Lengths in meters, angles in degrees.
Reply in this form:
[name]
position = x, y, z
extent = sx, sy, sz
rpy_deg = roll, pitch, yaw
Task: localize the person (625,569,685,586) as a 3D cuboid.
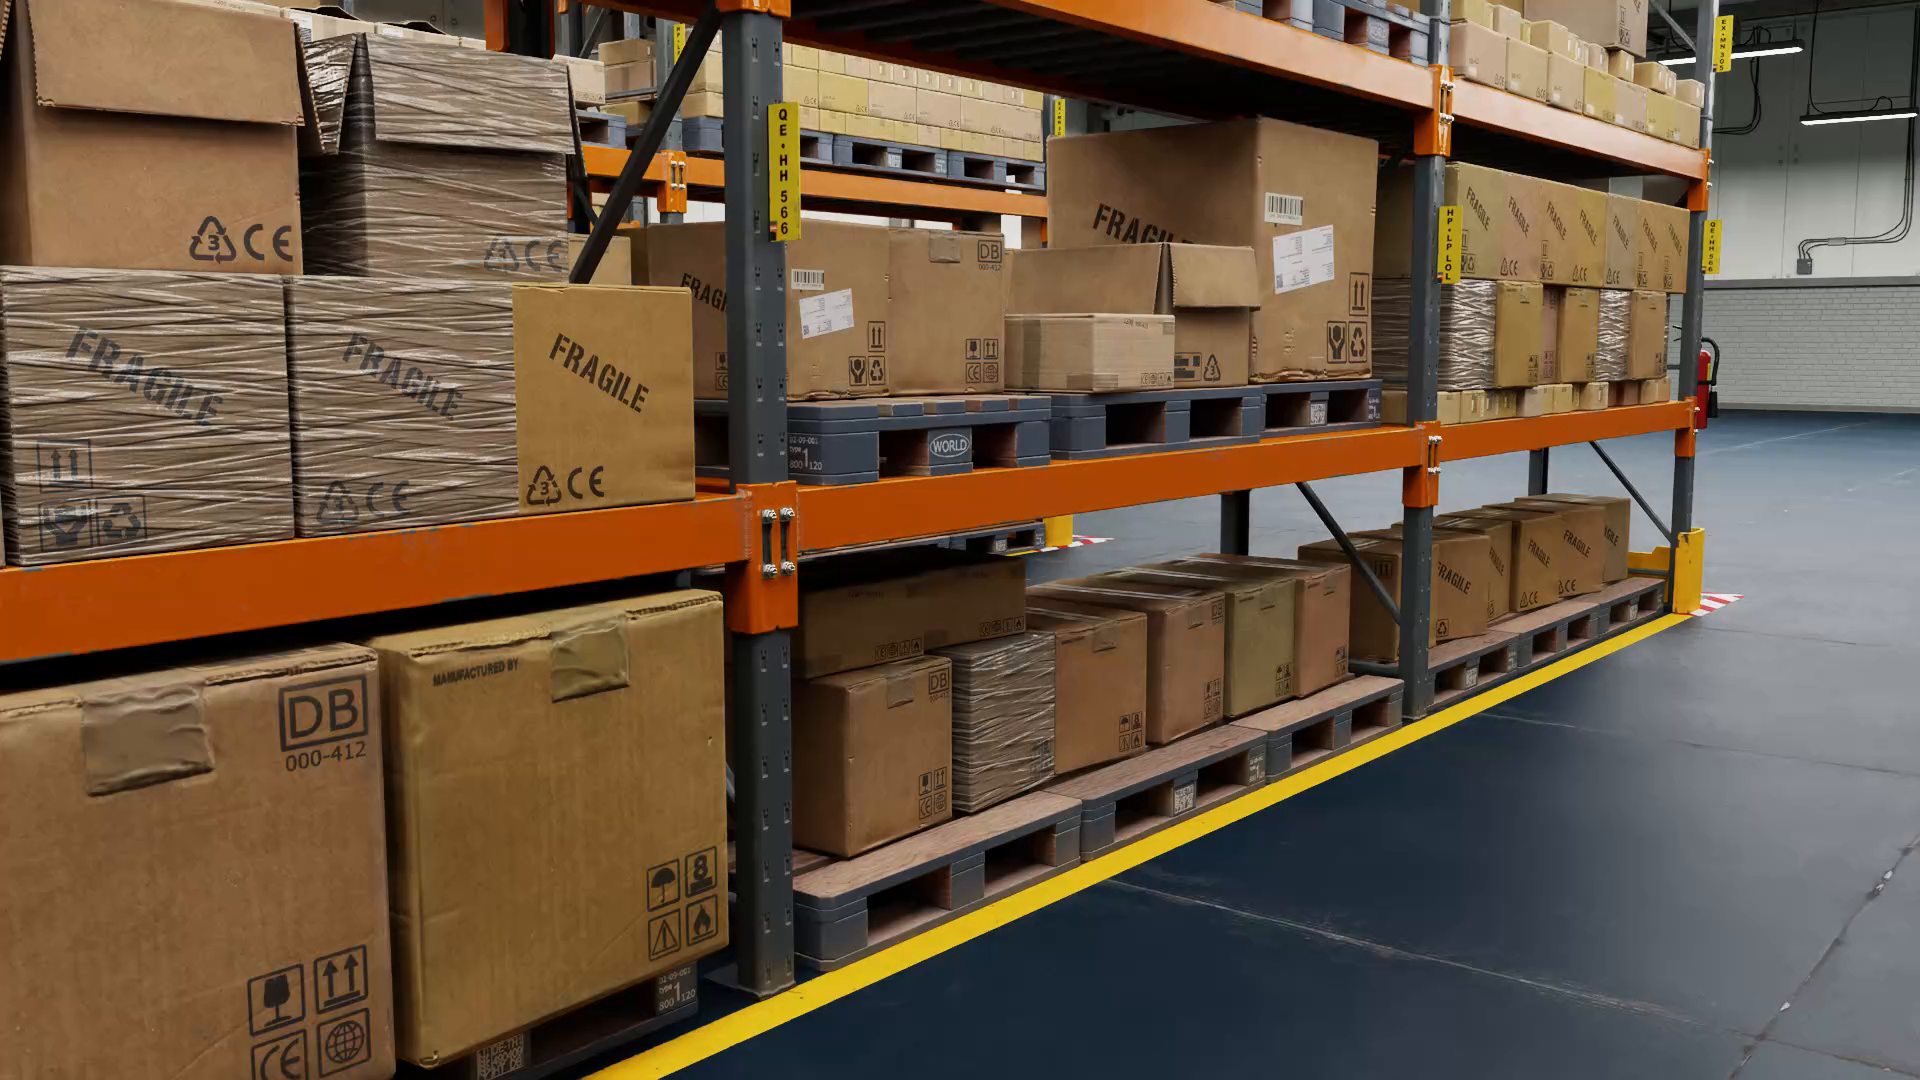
[person]
position = -1.619, 0.223, 8.071
extent = 0.857, 0.987, 0.412
rpy_deg = 5, 8, 36
